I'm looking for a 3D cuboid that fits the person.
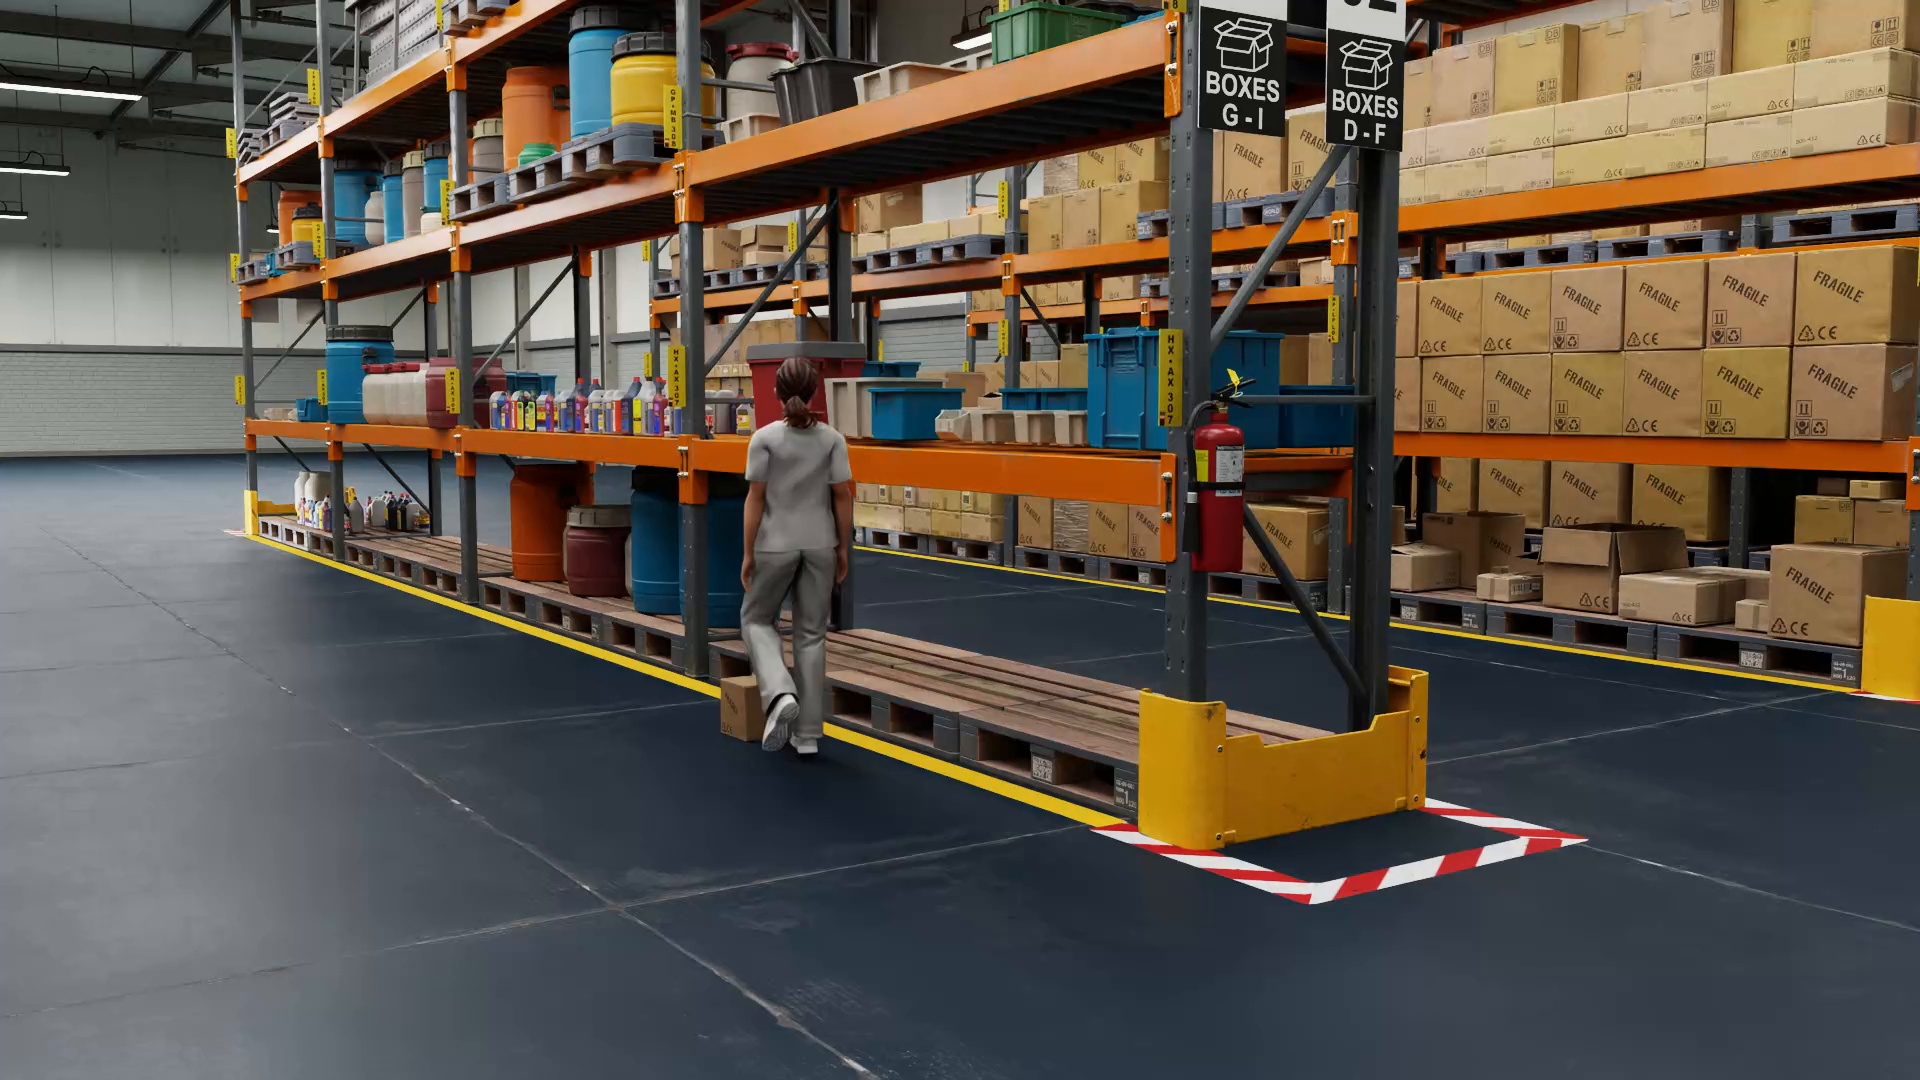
[{"bbox_3d":[-0.694,0.066,6.998,0.472,1.661,0.500,-1,5,-15],"label":"person"}]
